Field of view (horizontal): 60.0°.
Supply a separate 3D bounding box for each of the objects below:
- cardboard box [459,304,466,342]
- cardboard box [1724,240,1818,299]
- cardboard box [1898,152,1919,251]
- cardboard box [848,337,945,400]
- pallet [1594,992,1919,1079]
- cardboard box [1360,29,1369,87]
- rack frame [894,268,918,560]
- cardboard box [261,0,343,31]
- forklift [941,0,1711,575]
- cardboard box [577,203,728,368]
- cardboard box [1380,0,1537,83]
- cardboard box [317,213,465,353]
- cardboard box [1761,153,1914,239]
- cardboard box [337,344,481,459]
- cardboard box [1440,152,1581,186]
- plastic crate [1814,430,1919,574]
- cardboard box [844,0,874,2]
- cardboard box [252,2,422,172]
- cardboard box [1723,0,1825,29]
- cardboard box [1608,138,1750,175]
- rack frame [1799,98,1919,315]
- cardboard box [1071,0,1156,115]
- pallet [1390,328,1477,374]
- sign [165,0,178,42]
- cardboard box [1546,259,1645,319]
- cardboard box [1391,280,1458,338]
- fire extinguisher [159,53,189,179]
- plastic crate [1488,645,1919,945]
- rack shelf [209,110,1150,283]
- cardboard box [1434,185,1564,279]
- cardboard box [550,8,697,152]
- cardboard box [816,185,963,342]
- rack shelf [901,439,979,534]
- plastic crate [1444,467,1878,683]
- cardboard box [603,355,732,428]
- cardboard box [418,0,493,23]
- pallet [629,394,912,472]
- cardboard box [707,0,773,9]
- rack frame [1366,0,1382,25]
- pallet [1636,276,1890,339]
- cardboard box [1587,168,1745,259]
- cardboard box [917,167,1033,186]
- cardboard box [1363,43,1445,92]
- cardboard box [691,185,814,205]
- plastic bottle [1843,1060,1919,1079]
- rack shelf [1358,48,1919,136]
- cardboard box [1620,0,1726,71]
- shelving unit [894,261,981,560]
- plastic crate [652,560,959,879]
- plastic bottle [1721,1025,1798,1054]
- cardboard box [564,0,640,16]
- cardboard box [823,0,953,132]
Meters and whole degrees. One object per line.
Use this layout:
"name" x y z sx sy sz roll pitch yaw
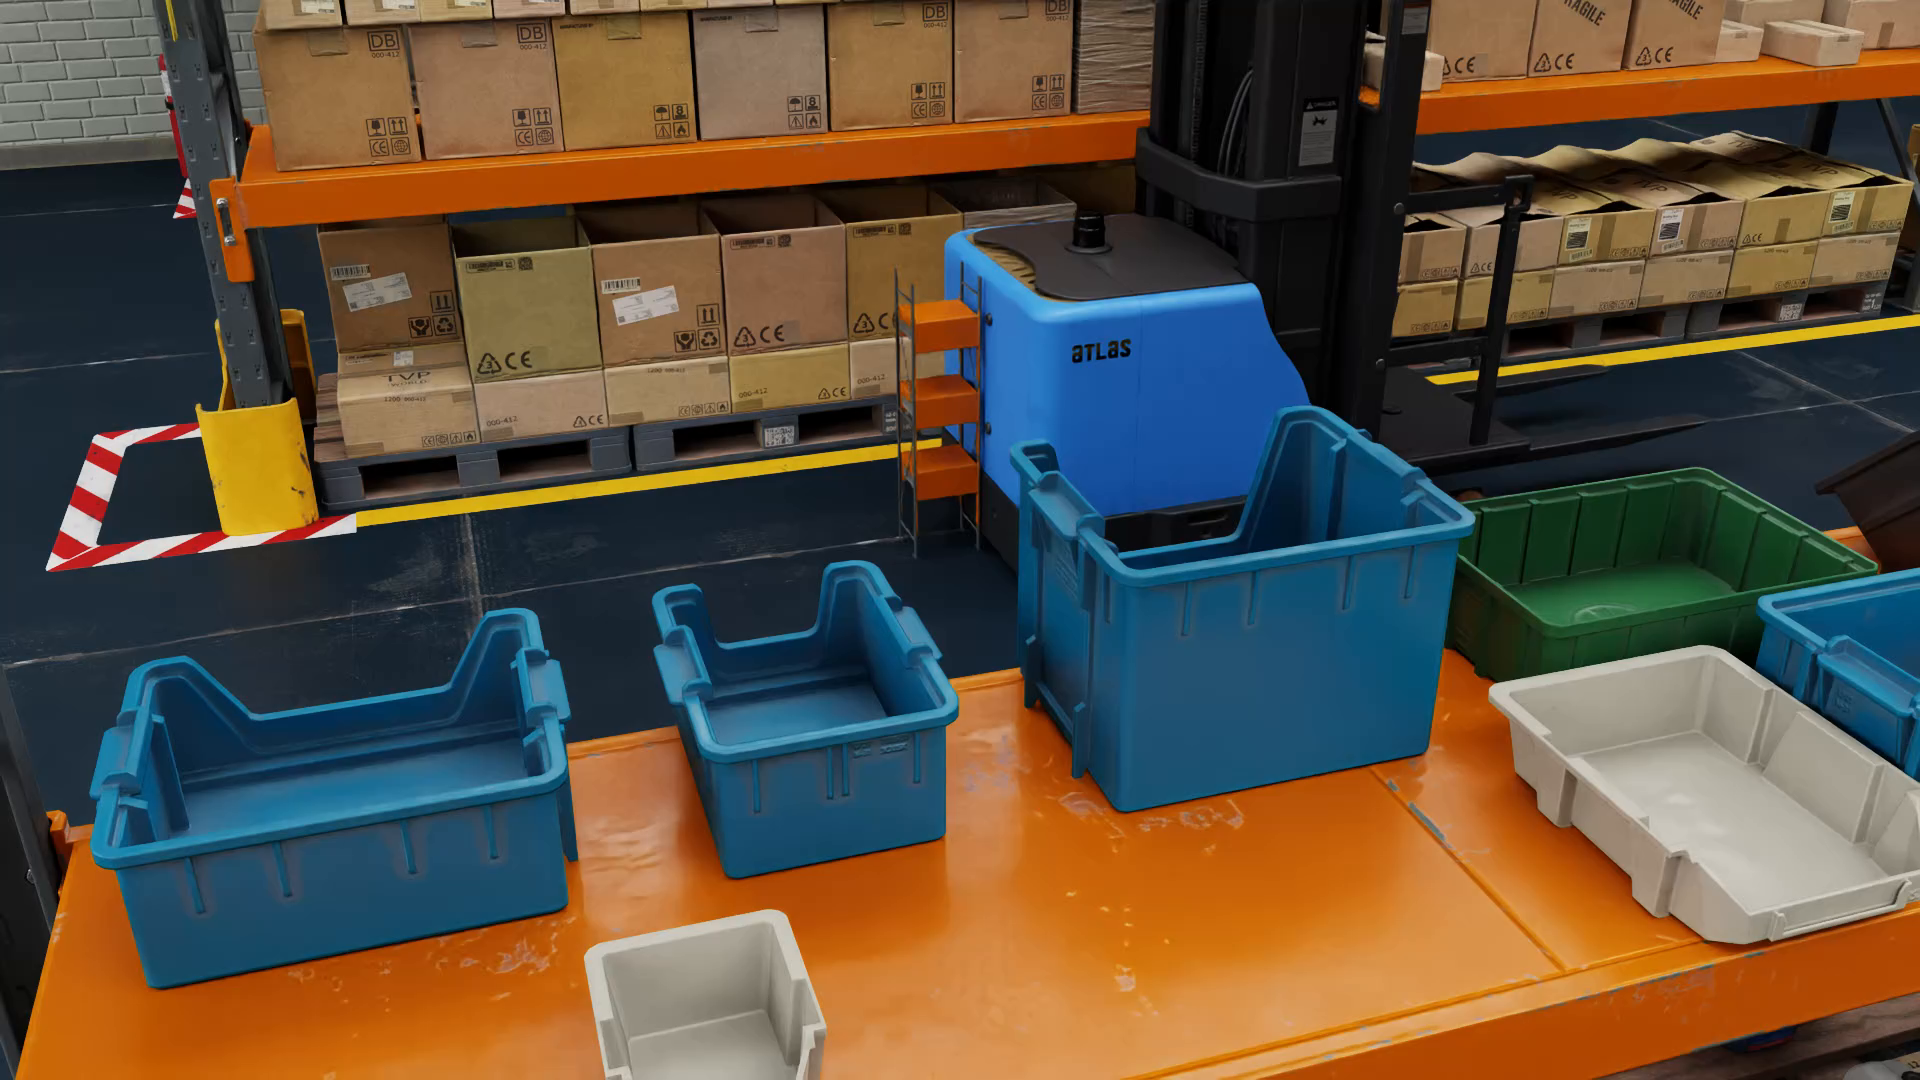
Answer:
"cardboard box" -1.886 -0.853 7.215 0.500 0.250 0.500 -8 28 -16
"cardboard box" 3.917 -1.434 8.386 0.500 0.250 0.500 -9 28 -17
"cardboard box" 5.352 -1.745 8.708 0.500 0.500 0.500 -7 27 -14
"cardboard box" -0.295 -0.835 7.179 0.500 0.250 0.500 -8 28 -16
"pallet" 1.906 1.244 3.507 1.213 0.211 1.003 -8 28 -16
"cardboard box" 1.482 -2.194 7.465 0.500 0.250 0.500 -7 27 -13
"rack frame" -0.193 -0.439 5.953 0.008 1.050 0.200 -9 28 -17
"cardboard box" -2.336 -1.922 5.907 0.250 0.149 0.380 -8 28 -16
"forklift" 1.501 -1.512 5.999 3.031 2.935 1.130 -9 28 -17
"cardboard box" -1.251 -1.040 6.749 0.500 0.500 0.500 -8 28 -16
"cardboard box" 2.264 -2.391 7.581 0.500 0.500 0.500 -6 27 -12
"cardboard box" -2.358 -1.116 6.902 0.500 0.500 0.500 -8 28 -16
"cardboard box" 4.409 -1.757 8.405 0.500 0.311 0.500 -8 27 -15
"cardboard box" -2.197 -0.560 6.625 0.500 0.250 0.500 -8 28 -16
"cardboard box" 2.771 -1.769 8.430 0.500 0.311 0.500 -9 28 -17
"plastic crate" 2.021 -0.034 3.015 0.504 0.338 0.767 -8 28 -16
"cardboard box" -0.373 -2.208 6.482 0.250 0.149 0.380 -7 27 -15
"cardboard box" -2.328 -1.728 6.244 0.500 0.500 0.700 -8 28 -16
"cardboard box" 3.920 -2.645 8.304 0.500 0.311 0.500 -9 28 -17
"cardboard box" 3.745 -1.910 8.712 0.500 0.311 0.500 -9 28 -17
"rack frame" 4.831 -2.726 8.367 0.127 3.000 1.000 -8 28 -16
"cardboard box" 0.607 -2.156 7.107 0.500 0.500 0.700 -9 28 -17
"pallet" 1.716 -1.044 8.115 1.213 0.211 1.003 -8 28 -16
"sign" -2.610 -1.812 5.464 0.005 0.325 0.100 -8 28 -16
"cardboard box" 2.950 -1.294 8.103 0.500 0.250 0.500 -8 27 -15
"cardboard box" 1.974 -1.152 7.817 0.500 0.250 0.500 -8 27 -15
"fire extinguisher" -3.032 -1.770 6.528 0.183 0.674 0.296 -8 28 -16
"plastic crate" 1.092 0.369 2.430 0.437 0.136 0.530 -8 28 -16
"rack shelf" -0.874 -1.577 6.863 4.000 0.370 1.077 -8 28 -16
"cardboard box" 2.467 -1.473 7.832 0.500 0.311 0.500 -9 28 -18
"cardboard box" -1.356 -1.868 6.527 0.500 0.500 0.700 -8 28 -16
"cardboard box" -0.299 -1.177 7.023 0.500 0.500 0.500 -8 28 -16
"rack shelf" -0.078 -0.198 6.118 0.240 0.259 0.215 -9 28 -17
"plastic crate" 1.180 0.082 2.949 0.662 0.188 0.450 -8 28 -16
"cardboard box" -1.247 -0.699 6.906 0.500 0.250 0.500 -8 28 -16
"cardboard box" -1.848 -1.994 6.051 0.250 0.149 0.380 -8 28 -16
"pallet" -0.904 -0.665 7.351 1.213 0.211 1.003 -8 28 -16
"cardboard box" -0.874 -2.134 6.333 0.250 0.149 0.380 -8 27 -16
"rack frame" 3.293 -4.820 12.585 0.127 3.000 1.000 -8 28 -16
"pallet" 4.036 -1.380 8.792 1.213 0.211 1.003 -8 28 -16
"cardboard box" 3.436 -1.615 8.118 0.500 0.311 0.500 -8 28 -16
"cardboard box" 0.017 -1.464 7.602 0.500 0.500 0.500 -8 28 -16
"cardboard box" 1.933 -2.098 7.385 0.250 0.149 0.380 -8 28 -16
"cardboard box" -0.936 -1.328 7.329 0.500 0.500 0.500 -8 28 -16
"plastic bottle" 1.782 1.121 3.188 0.135 0.276 0.152 -8 28 -16
"rack shelf" 2.929 -2.128 7.972 4.000 0.370 1.077 -8 28 -16
"cardboard box" 3.240 -2.533 7.866 0.500 0.500 0.500 -10 28 -19
"shelving unit" -0.078 -0.457 5.990 0.252 1.050 0.215 -9 28 -17
"plastic crate" -0.243 0.255 2.530 0.408 0.251 0.499 -8 28 -16
"plastic bottle" 1.706 0.906 3.536 0.185 0.351 0.144 -8 28 -16
"cardboard box" -1.355 -2.065 6.195 0.250 0.149 0.380 -9 28 -18
"cardboard box" -0.370 -2.013 6.819 0.500 0.500 0.700 -8 27 -15
